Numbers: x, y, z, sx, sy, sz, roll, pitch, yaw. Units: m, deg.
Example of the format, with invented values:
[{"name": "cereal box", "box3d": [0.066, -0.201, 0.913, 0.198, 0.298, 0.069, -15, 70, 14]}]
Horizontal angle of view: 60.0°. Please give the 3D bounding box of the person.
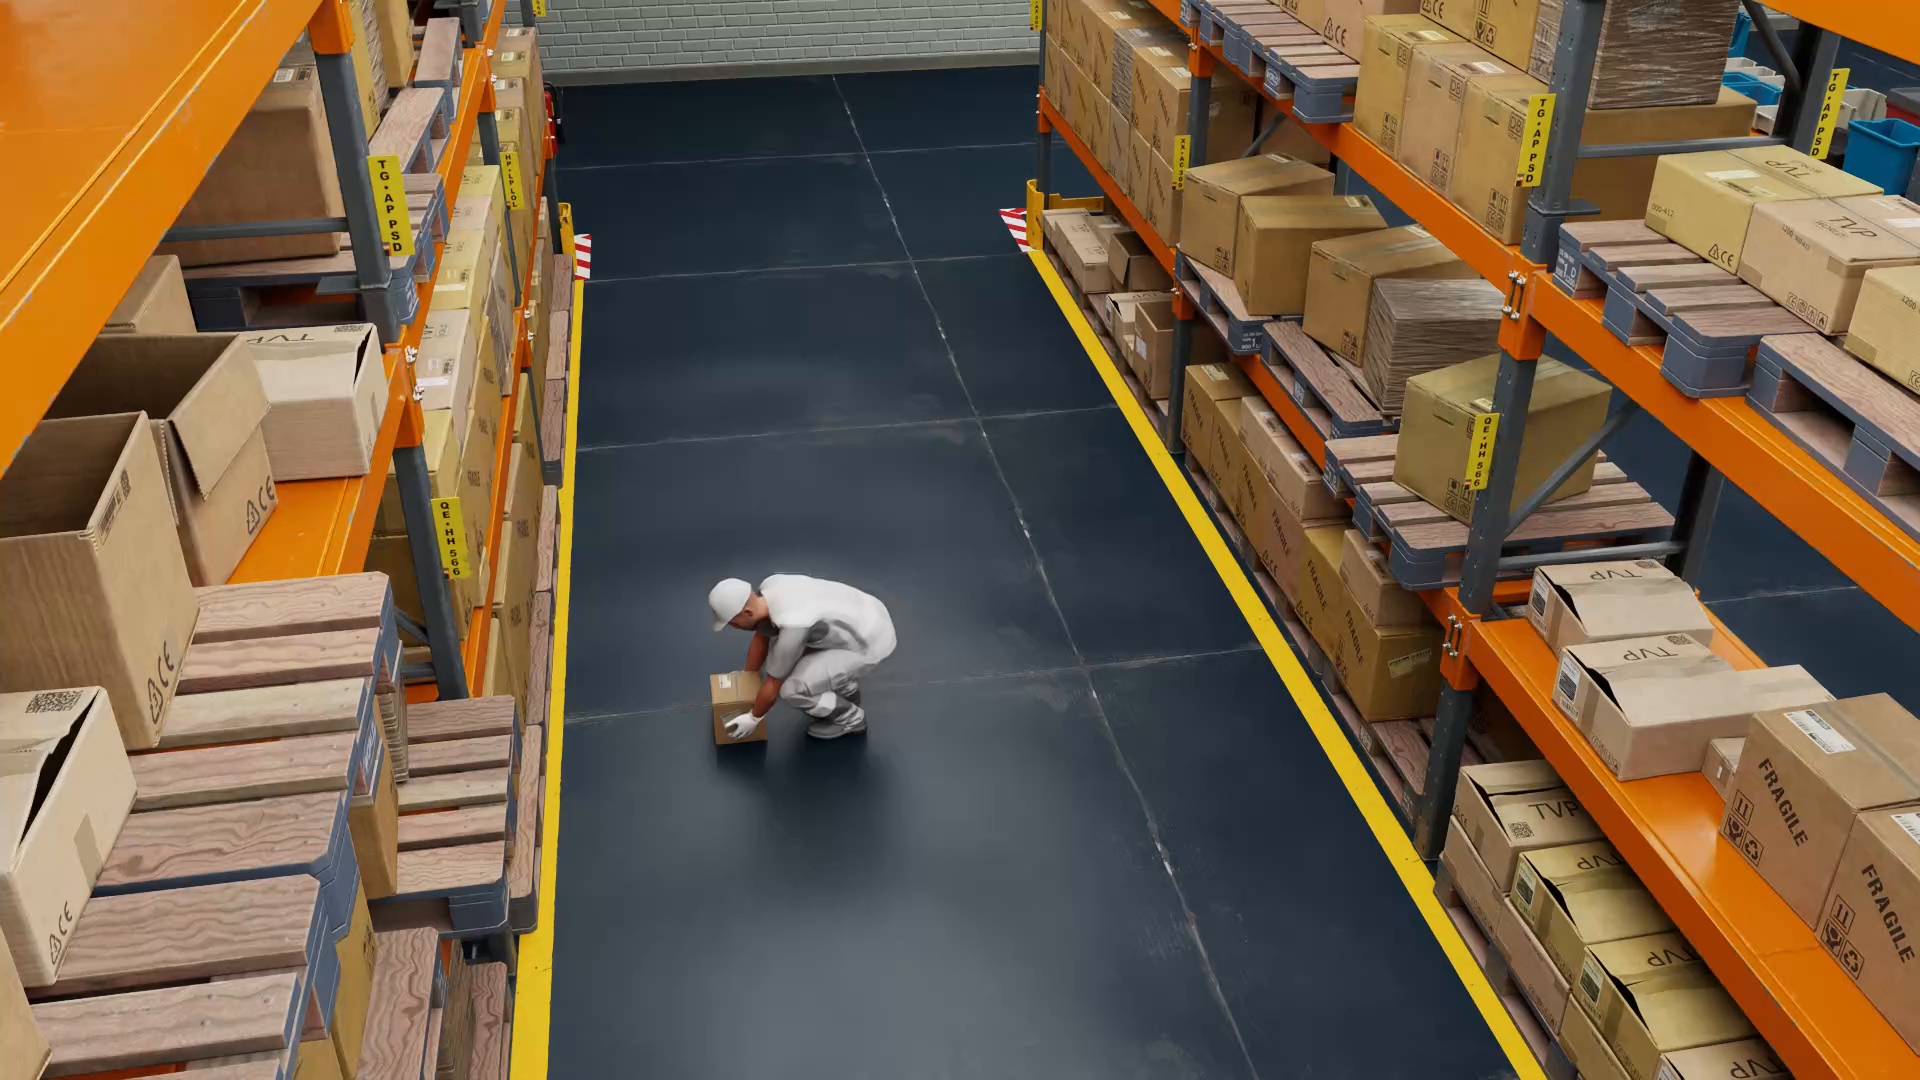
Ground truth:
[{"name": "person", "box3d": [-0.752, 0.529, 8.092, 0.887, 0.907, 0.570, -5, 31, -9]}]
